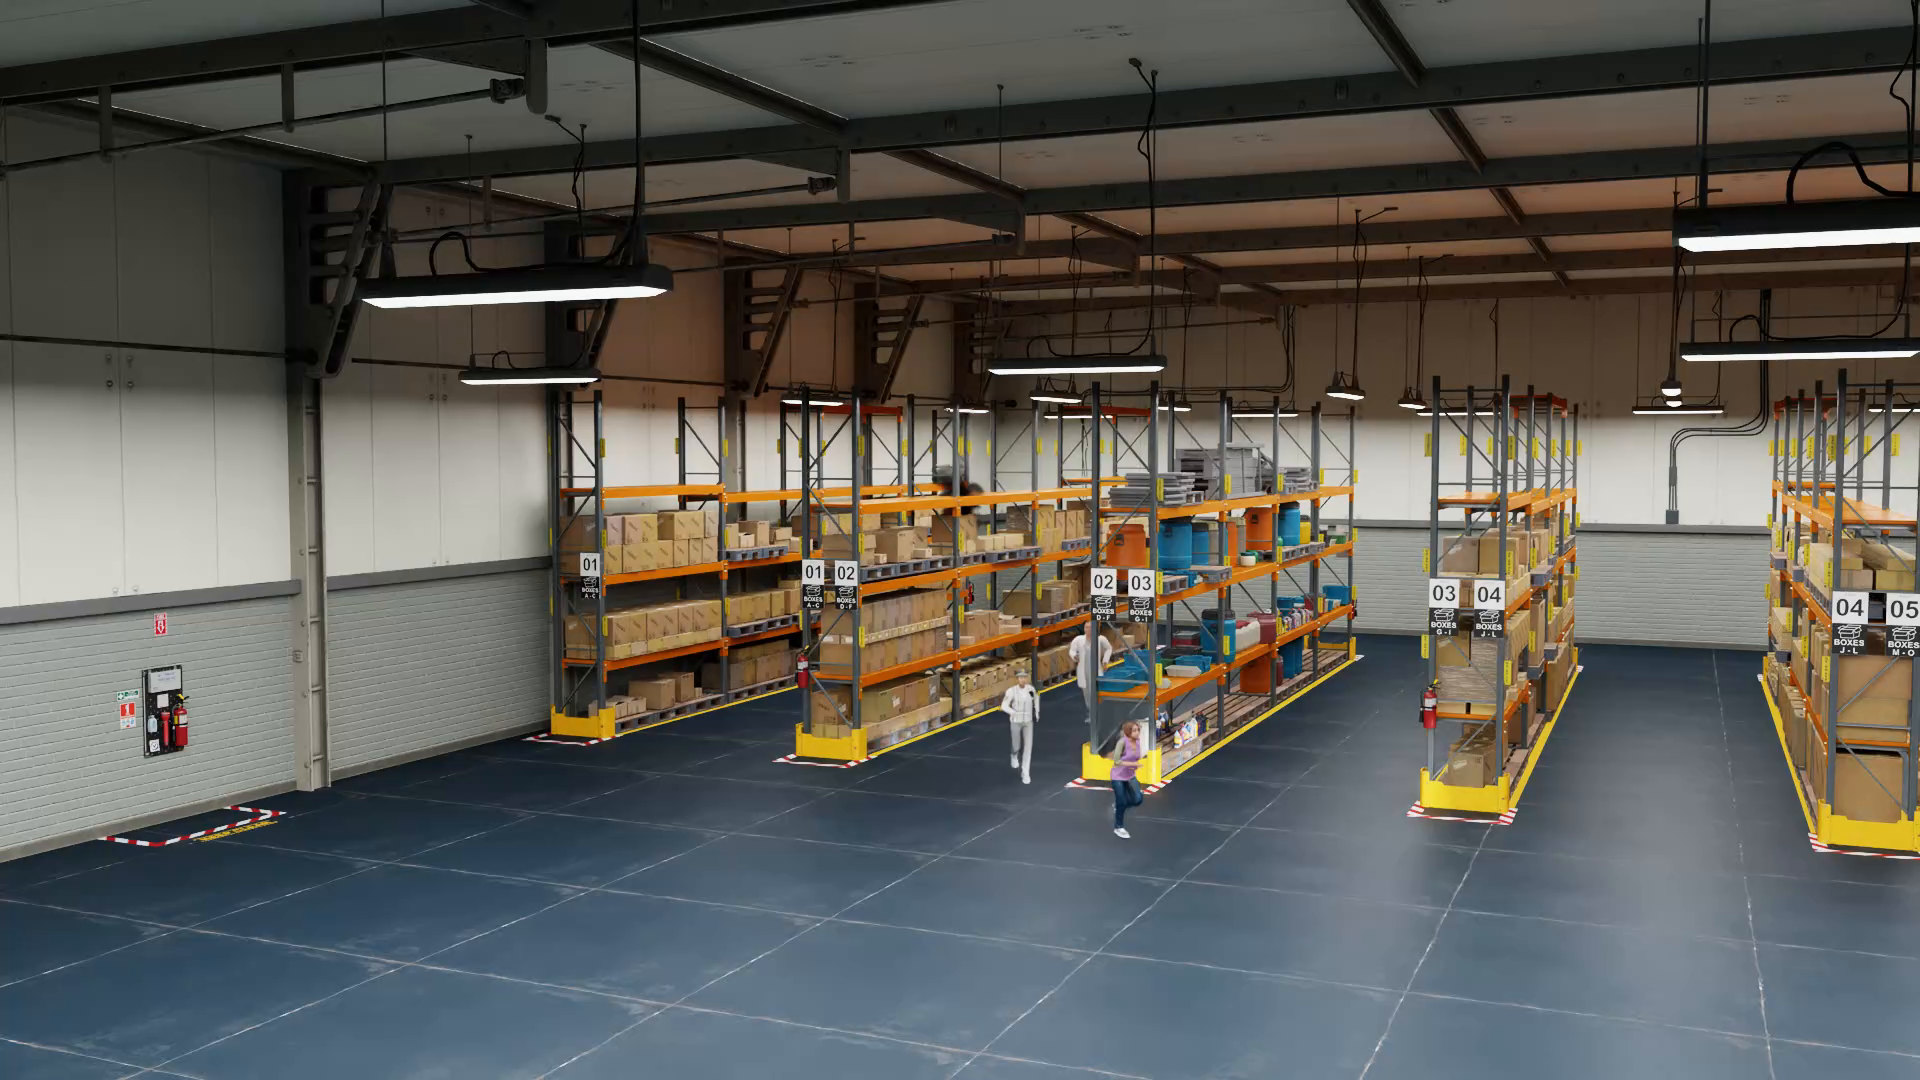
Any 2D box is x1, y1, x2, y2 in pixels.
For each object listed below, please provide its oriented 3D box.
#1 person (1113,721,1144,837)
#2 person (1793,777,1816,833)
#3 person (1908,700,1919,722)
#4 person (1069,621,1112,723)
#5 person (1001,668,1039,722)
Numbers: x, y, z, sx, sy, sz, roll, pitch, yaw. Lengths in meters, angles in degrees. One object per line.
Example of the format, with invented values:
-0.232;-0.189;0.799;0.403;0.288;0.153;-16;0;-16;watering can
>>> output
2.163;3.065;21.286;0.517;1.531;0.640;-2;4;-31;person
16.306;2.831;24.150;8.320;1.716;8.174;1;3;18;person
17.488;2.511;30.349;0.595;1.615;0.527;1;3;19;person
2.190;2.319;28.325;0.689;1.884;0.821;1;3;20;person
0.934;2.339;25.139;0.632;0.831;0.418;-1;3;-12;person
